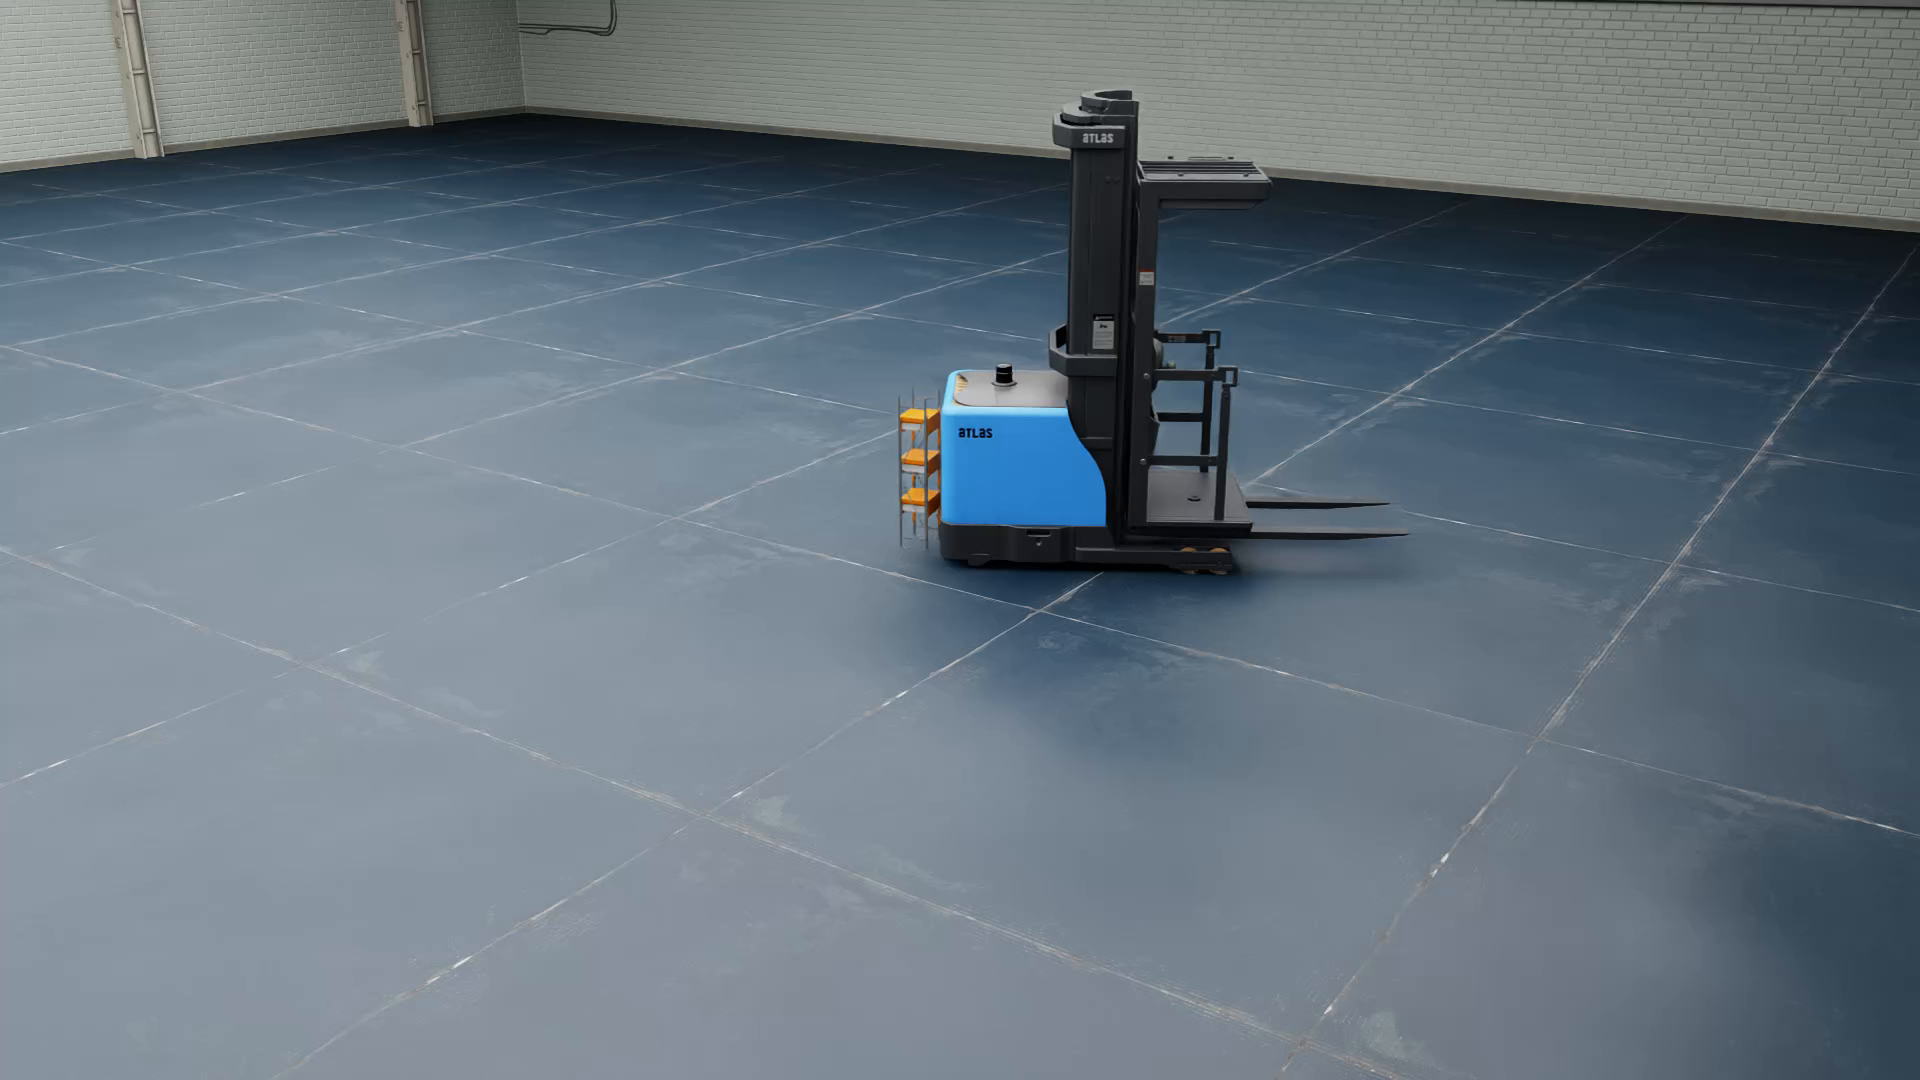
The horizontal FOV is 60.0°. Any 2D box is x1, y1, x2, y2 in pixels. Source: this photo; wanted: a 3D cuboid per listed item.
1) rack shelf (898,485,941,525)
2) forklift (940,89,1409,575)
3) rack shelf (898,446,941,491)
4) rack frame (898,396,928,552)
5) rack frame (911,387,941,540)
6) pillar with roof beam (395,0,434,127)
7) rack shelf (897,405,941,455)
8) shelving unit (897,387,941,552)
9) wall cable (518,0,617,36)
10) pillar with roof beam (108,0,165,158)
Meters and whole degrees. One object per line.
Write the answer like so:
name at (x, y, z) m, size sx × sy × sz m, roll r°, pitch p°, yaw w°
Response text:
rack shelf at (-0.267, -0.197, 11.117) m, size 0.215 × 0.259 × 0.240 m, roll 7°, pitch 21°, yaw 19°
forklift at (1.403, -1.343, 10.670) m, size 3.031 × 2.935 × 1.130 m, roll 1°, pitch 20°, yaw 2°
rack shelf at (-0.267, -0.458, 11.020) m, size 0.215 × 0.259 × 0.240 m, roll 7°, pitch 21°, yaw 19°
rack frame at (-0.308, -0.428, 10.909) m, size 0.200 × 1.050 × 0.008 m, roll 7°, pitch 21°, yaw 19°
rack frame at (-0.225, -0.508, 11.124) m, size 0.200 × 1.050 × 0.008 m, roll 7°, pitch 21°, yaw 19°
pillar with roof beam at (-7.637, -11.996, 30.725) m, size 9.100 × 9.000 × 0.400 m, roll 13°, pitch 24°, yaw 32°
rack shelf at (-0.267, -0.724, 10.922) m, size 0.215 × 0.259 × 0.240 m, roll 7°, pitch 21°, yaw 19°
shelving unit at (-0.267, -0.468, 11.017) m, size 0.215 × 1.050 × 0.252 m, roll 7°, pitch 21°, yaw 19°
wall cable at (-8.448, -11.967, 35.121) m, size 3.097 × 2.526 × 0.112 m, roll 13°, pitch 24°, yaw 32°
pillar with roof beam at (-11.010, -10.275, 26.071) m, size 9.100 × 9.000 × 0.400 m, roll 13°, pitch 24°, yaw 32°
